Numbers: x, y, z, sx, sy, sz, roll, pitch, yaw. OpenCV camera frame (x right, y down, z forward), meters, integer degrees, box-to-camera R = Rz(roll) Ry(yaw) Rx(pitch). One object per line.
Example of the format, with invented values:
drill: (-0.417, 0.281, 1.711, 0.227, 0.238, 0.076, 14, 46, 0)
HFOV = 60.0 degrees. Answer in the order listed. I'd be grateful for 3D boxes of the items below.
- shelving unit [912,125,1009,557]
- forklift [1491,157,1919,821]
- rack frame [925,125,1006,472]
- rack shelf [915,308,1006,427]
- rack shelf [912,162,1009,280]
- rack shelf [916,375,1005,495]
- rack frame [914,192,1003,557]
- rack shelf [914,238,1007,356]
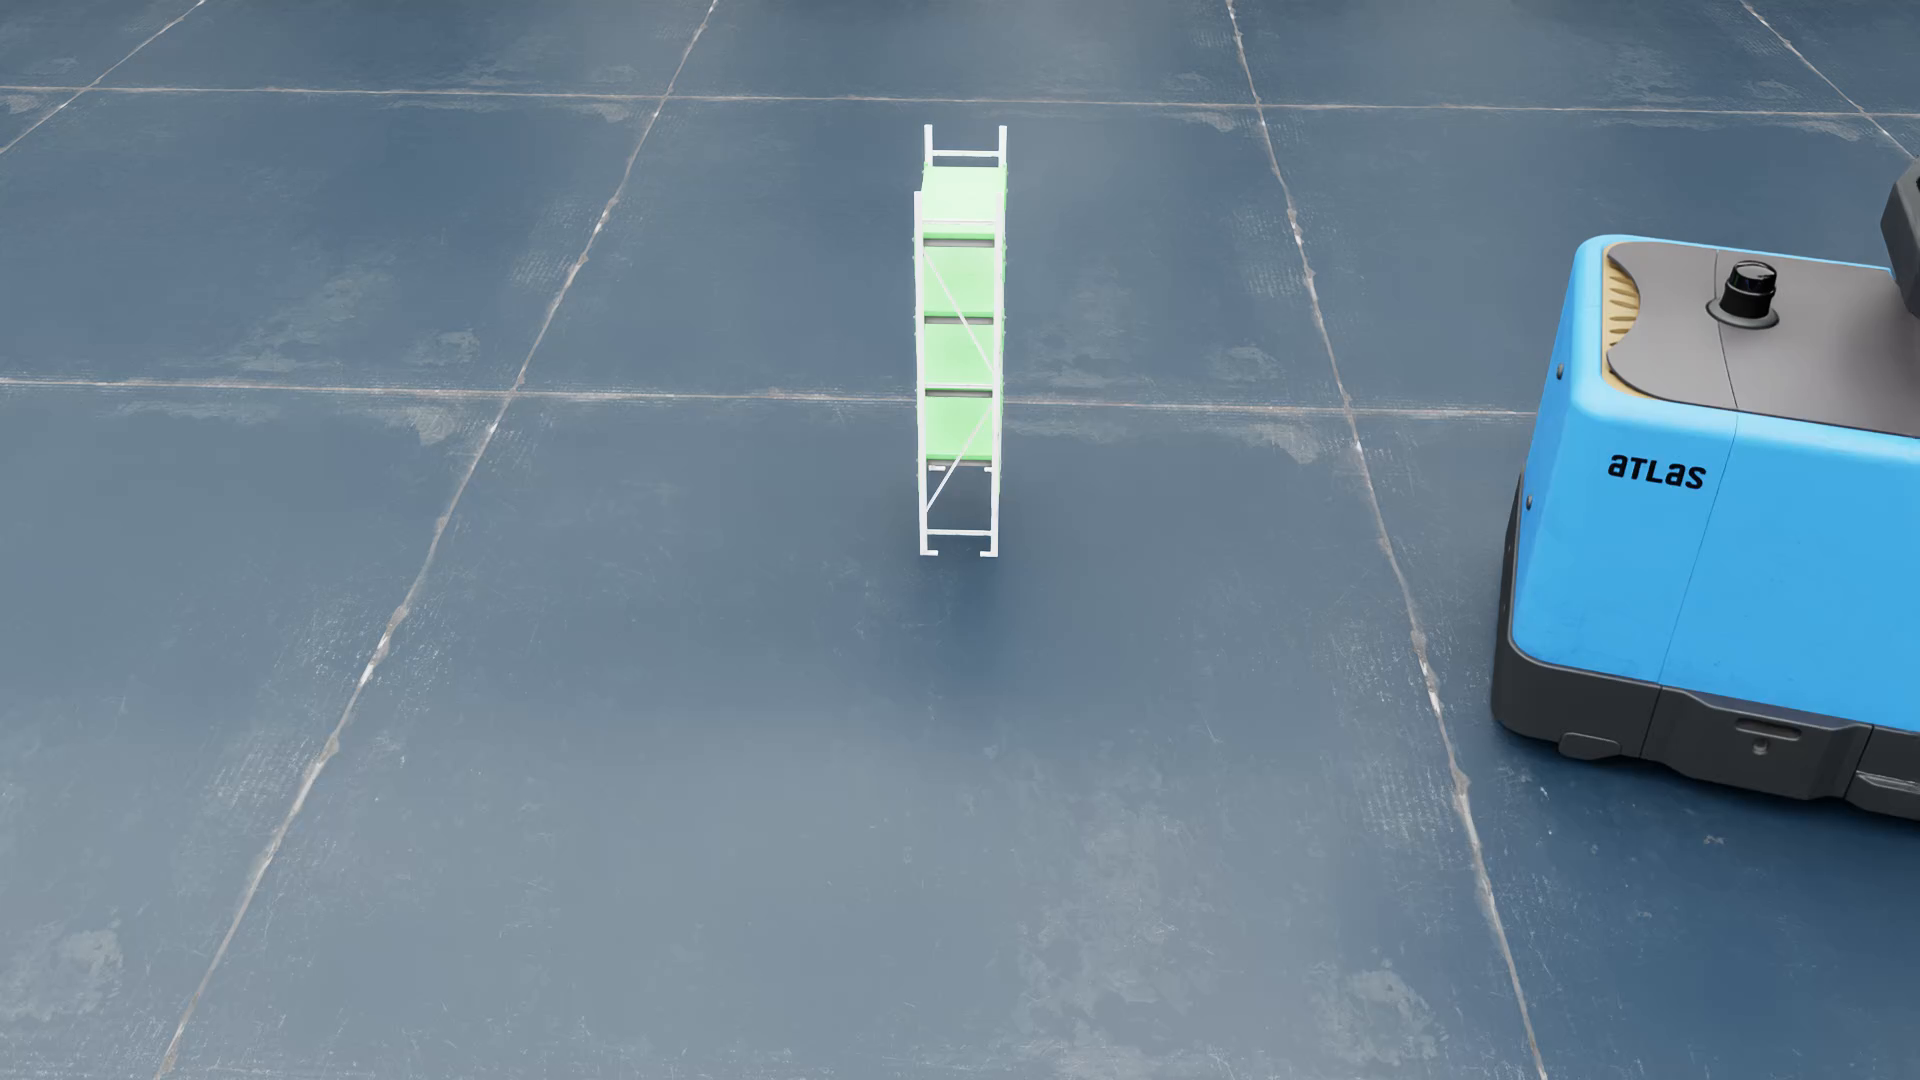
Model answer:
shelving unit: (0.007, -0.586, 5.040, 0.258, 1.200, 0.503, 1, 35, 2)
forklift: (3.005, -0.661, 3.641, 3.031, 2.935, 1.130, 10, 36, 14)
rack frame: (0.016, -0.726, 5.240, 0.240, 1.200, 0.015, 1, 35, 2)
rack shelf: (0.007, -0.534, 5.077, 0.258, 0.148, 0.480, 1, 35, 2)
rack shelf: (0.007, -0.926, 4.801, 0.258, 0.148, 0.480, 1, 35, 2)
rack shelf: (0.007, -0.337, 5.215, 0.258, 0.148, 0.480, 1, 35, 2)
rack frame: (-0.003, -0.446, 4.841, 0.240, 1.200, 0.015, 1, 35, 2)
rack shelf: (0.007, -0.730, 4.939, 0.258, 0.148, 0.480, 1, 35, 2)
